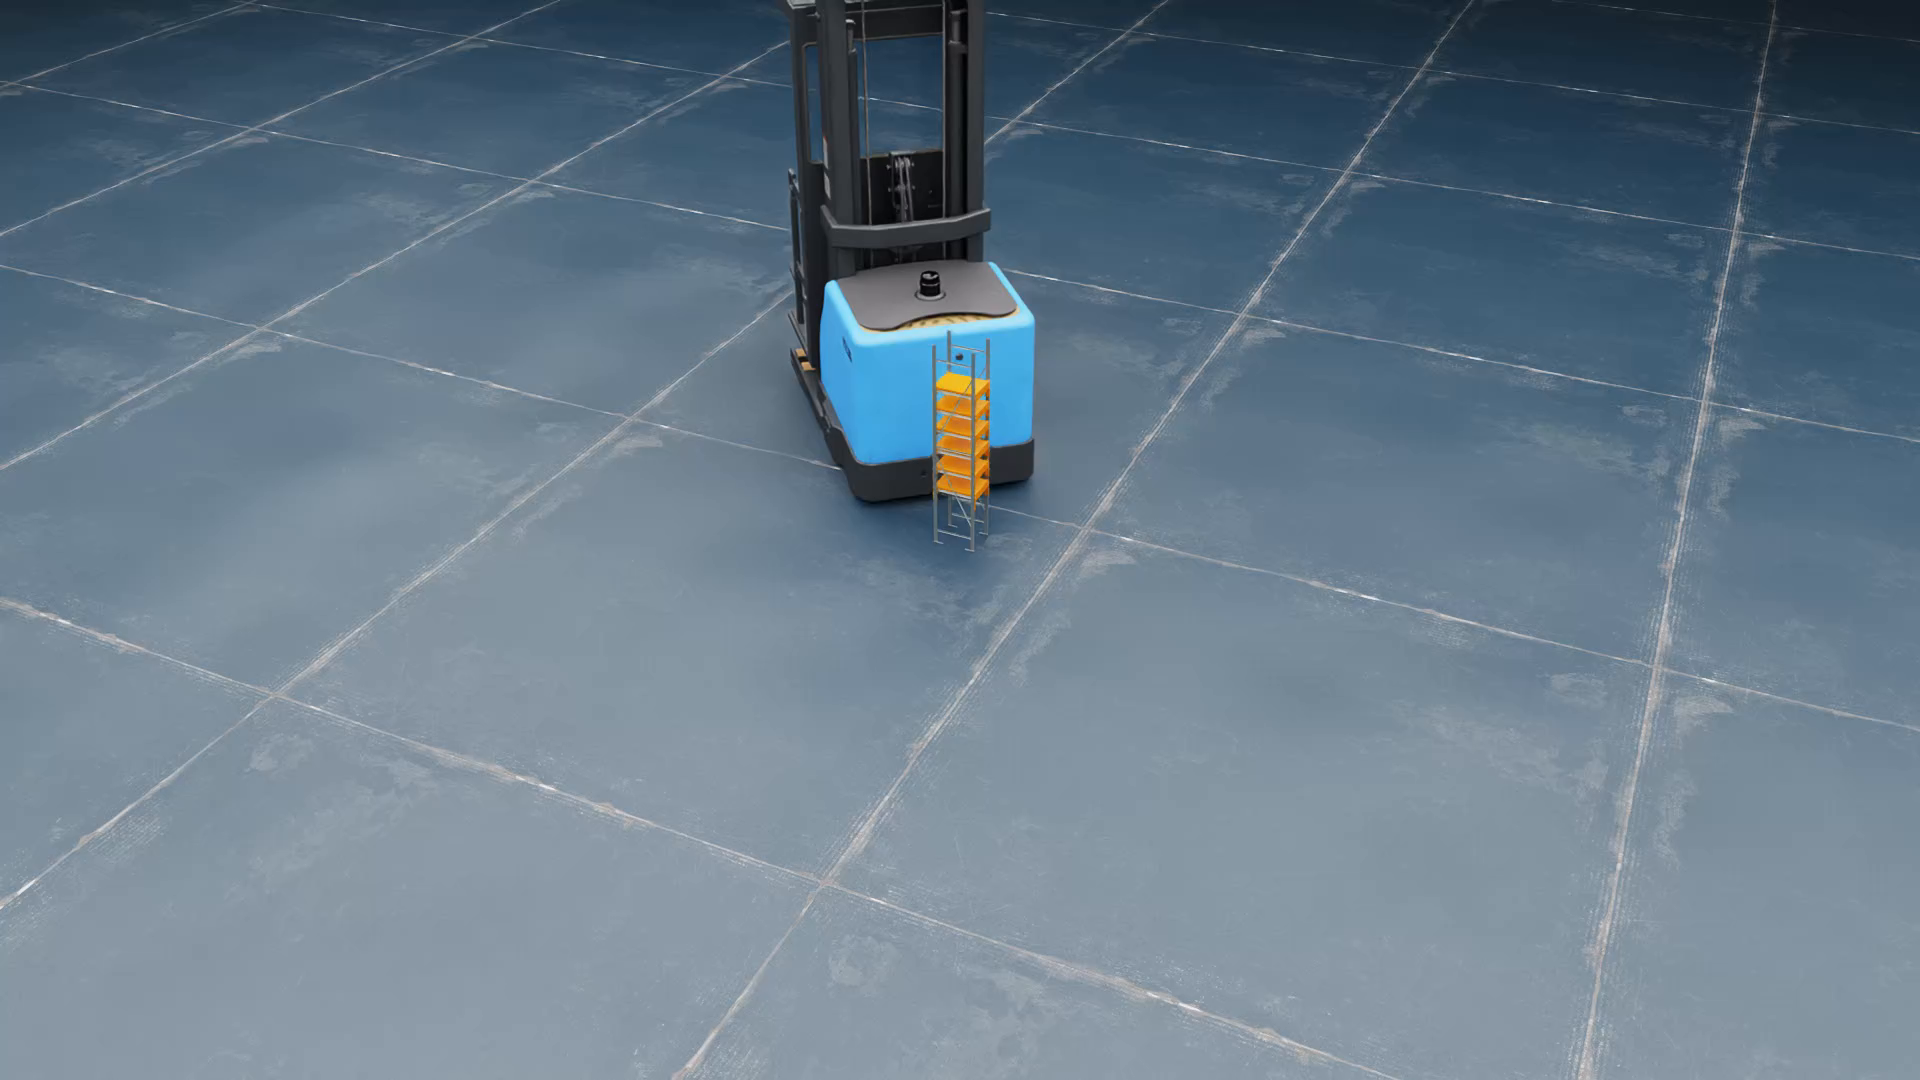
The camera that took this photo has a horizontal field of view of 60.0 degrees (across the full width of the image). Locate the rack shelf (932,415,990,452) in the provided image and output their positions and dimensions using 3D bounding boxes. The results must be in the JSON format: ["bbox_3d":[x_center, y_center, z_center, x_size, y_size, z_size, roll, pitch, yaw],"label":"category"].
[{"bbox_3d":[0.006,-0.572,8.759,0.258,0.103,0.180,14,36,20],"label":"rack shelf"}]

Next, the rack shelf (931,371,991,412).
[{"bbox_3d":[0.006,-0.773,8.627,0.258,0.103,0.180,14,36,20],"label":"rack shelf"}]

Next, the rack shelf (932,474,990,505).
[{"bbox_3d":[0.006,-0.271,8.956,0.258,0.103,0.180,14,36,20],"label":"rack shelf"}]

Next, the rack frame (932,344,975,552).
[{"bbox_3d":[-0.032,-0.463,8.731,0.240,1.200,0.006,14,36,20],"label":"rack frame"}]

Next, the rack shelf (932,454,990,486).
[{"bbox_3d":[0.006,-0.371,8.891,0.258,0.103,0.180,14,36,20],"label":"rack shelf"}]

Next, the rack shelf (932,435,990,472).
[{"bbox_3d":[0.006,-0.472,8.825,0.258,0.103,0.180,14,36,20],"label":"rack shelf"}]

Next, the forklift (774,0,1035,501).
[{"bbox_3d":[-0.465,-2.244,9.868,1.130,2.935,3.031,-9,34,-13],"label":"forklift"}]

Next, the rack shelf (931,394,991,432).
[{"bbox_3d":[0.006,-0.673,8.693,0.258,0.103,0.180,14,36,20],"label":"rack shelf"}]

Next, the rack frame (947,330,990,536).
[{"bbox_3d":[0.044,-0.555,8.870,0.240,1.200,0.006,14,36,20],"label":"rack frame"}]

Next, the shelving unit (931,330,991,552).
[{"bbox_3d":[0.006,-0.509,8.800,0.258,1.200,0.189,14,36,20],"label":"shelving unit"}]
